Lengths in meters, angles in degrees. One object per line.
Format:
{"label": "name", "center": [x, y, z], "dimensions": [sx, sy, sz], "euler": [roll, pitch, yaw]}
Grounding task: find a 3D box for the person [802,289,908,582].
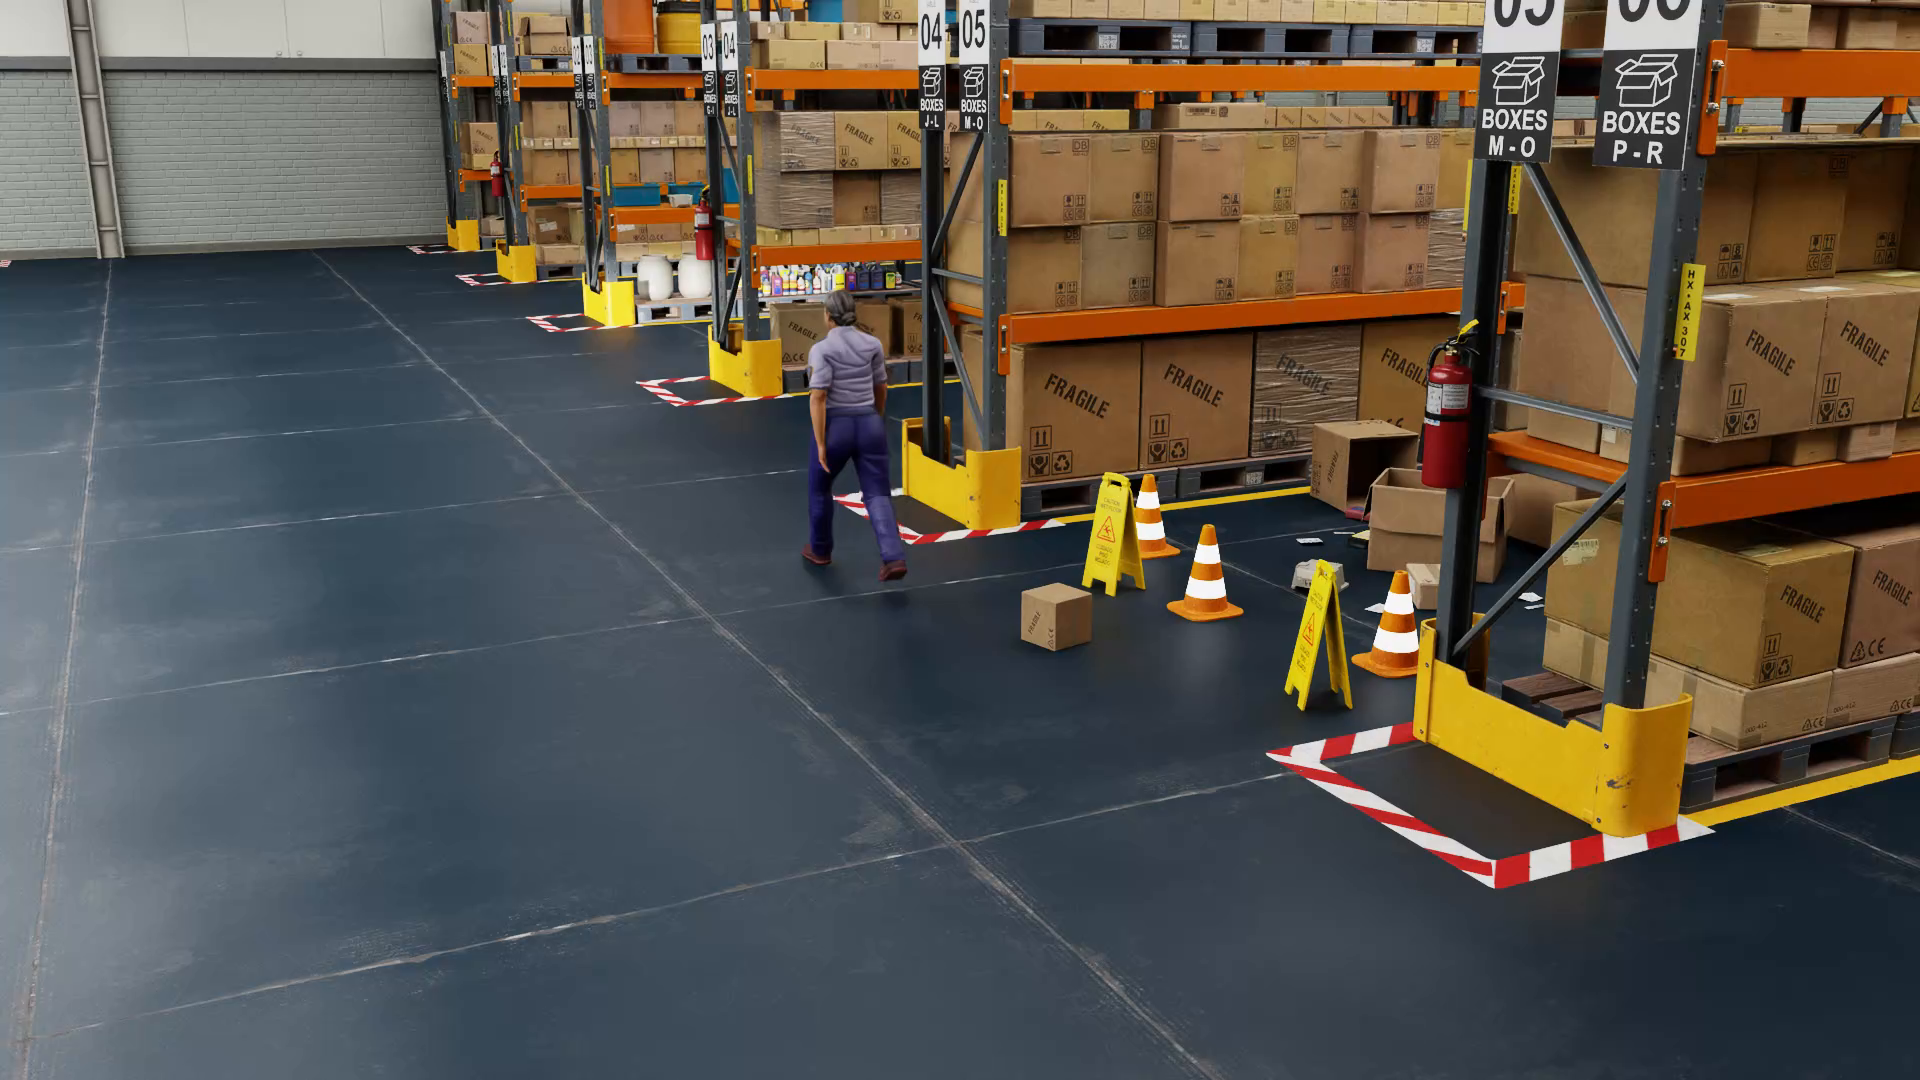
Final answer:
{"label": "person", "center": [-0.604, -0.567, 9.137], "dimensions": [0.486, 1.573, 1.044], "euler": [-6, 16, -20]}
